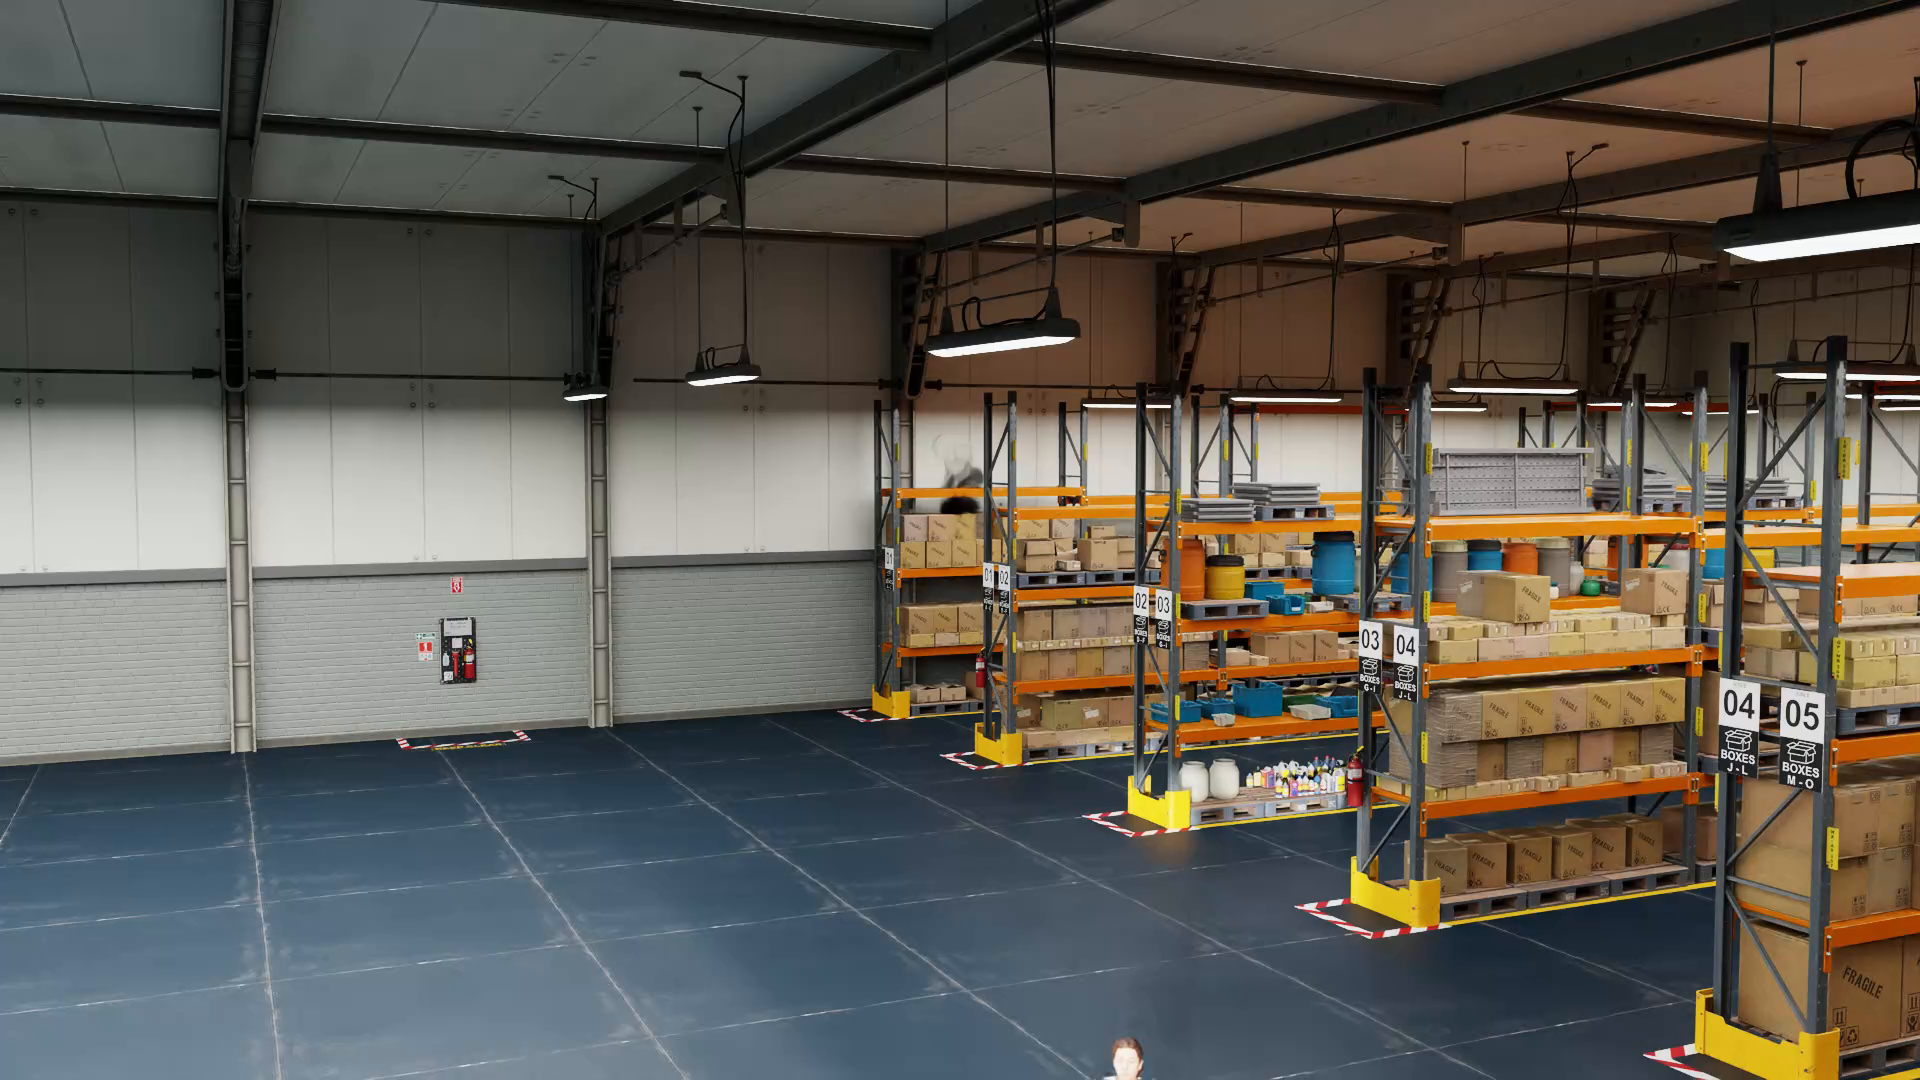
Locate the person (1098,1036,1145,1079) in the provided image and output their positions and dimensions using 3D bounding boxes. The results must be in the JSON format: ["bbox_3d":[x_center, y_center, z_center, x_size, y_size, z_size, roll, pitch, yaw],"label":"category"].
[{"bbox_3d":[0.990,3.754,9.847,0.576,1.654,0.797,1,3,14],"label":"person"}]
